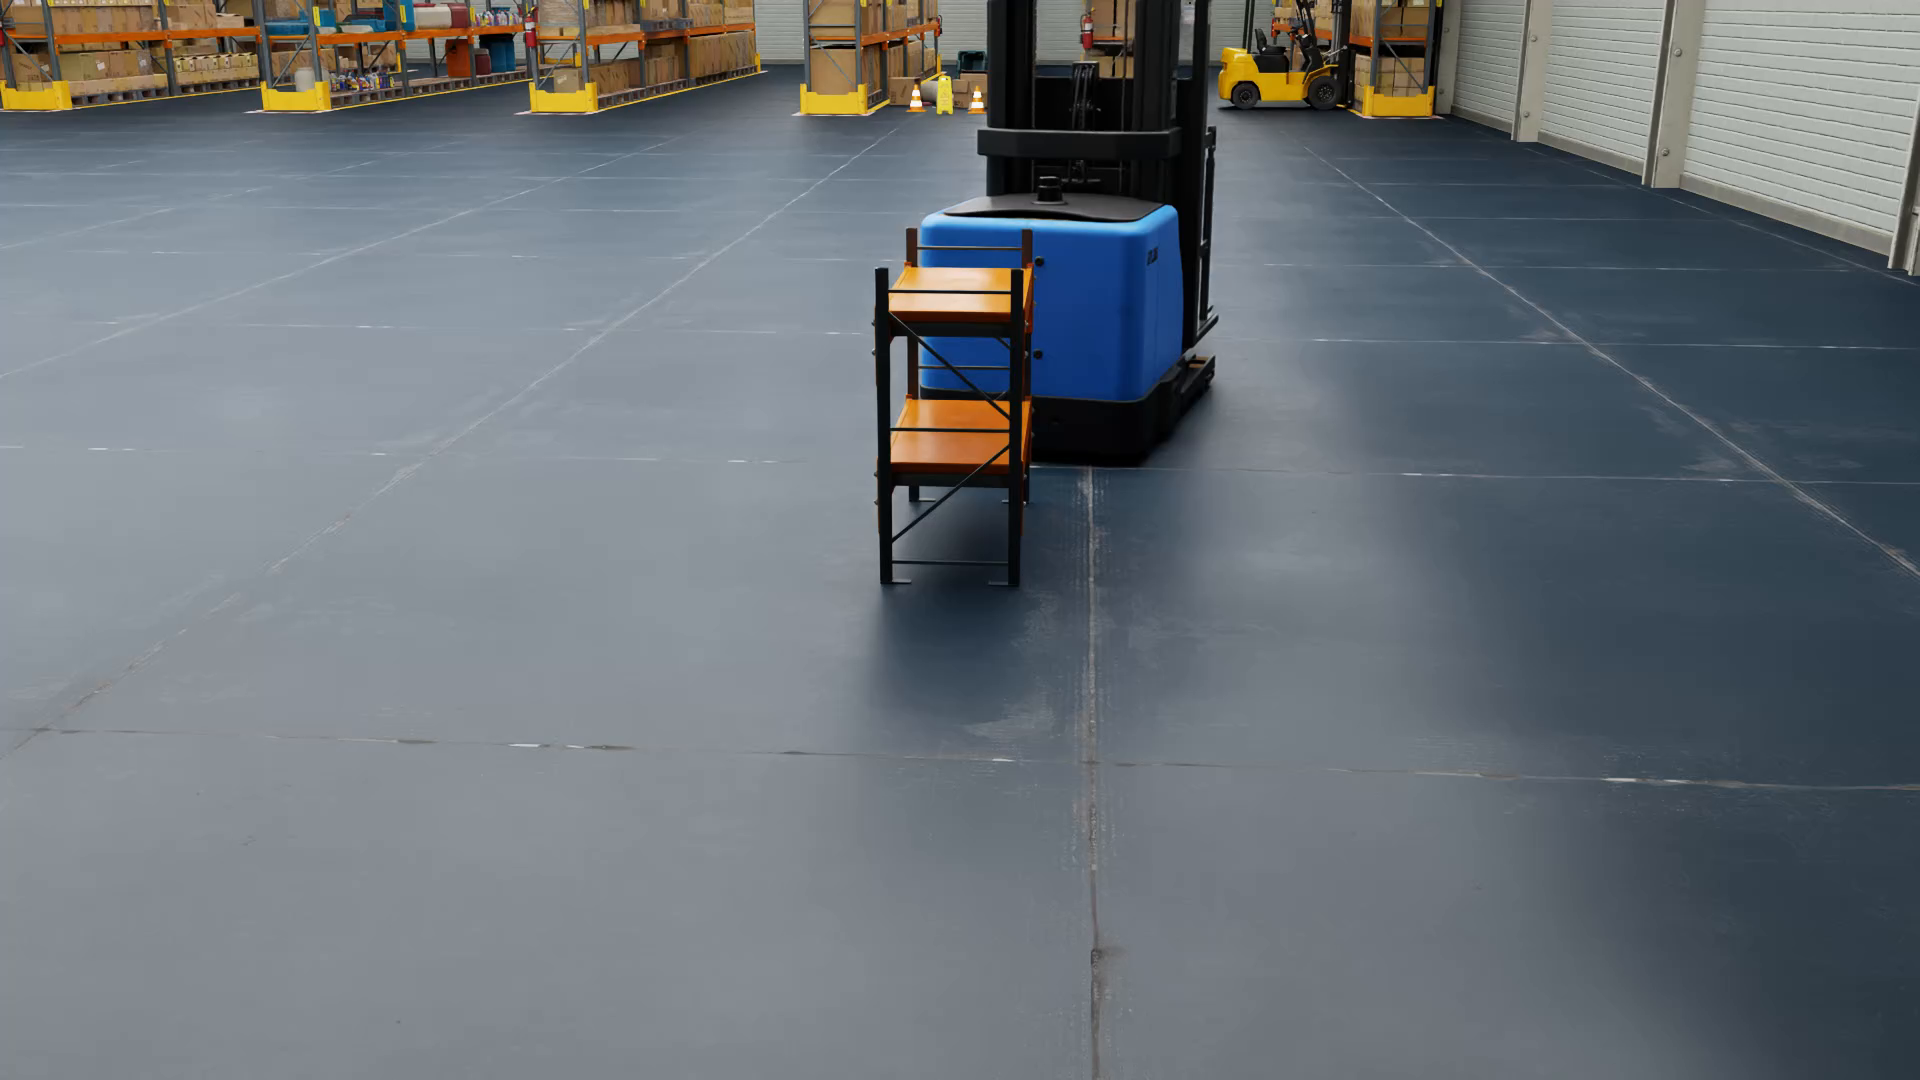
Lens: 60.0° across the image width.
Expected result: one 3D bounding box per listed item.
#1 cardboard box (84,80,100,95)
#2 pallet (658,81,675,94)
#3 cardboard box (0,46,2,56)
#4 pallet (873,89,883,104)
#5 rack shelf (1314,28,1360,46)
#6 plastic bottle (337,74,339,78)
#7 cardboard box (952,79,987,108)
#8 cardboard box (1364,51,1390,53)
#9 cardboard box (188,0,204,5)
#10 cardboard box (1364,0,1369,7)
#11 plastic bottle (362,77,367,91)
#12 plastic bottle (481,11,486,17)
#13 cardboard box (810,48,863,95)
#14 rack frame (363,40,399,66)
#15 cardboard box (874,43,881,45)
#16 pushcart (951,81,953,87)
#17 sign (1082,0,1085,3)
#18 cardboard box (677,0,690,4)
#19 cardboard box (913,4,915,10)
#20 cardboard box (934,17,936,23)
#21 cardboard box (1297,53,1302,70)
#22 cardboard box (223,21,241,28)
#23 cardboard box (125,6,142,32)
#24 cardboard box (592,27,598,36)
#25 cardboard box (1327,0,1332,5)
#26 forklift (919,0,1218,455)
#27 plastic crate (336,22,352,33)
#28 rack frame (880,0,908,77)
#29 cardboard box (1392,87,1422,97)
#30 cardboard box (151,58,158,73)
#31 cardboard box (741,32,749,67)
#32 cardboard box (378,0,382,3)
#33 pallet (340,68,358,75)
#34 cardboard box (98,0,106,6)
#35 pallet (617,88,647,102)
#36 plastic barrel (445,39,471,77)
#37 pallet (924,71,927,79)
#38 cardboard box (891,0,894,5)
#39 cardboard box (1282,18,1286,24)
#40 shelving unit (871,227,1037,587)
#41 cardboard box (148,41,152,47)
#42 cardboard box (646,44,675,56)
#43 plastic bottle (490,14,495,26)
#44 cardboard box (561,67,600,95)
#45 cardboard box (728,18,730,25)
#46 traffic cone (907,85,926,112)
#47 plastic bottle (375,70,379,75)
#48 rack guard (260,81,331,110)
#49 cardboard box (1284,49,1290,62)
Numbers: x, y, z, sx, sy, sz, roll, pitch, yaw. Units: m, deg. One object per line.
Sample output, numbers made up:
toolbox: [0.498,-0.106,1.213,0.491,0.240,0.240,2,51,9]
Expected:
cardboard box: [-16.773,-8.626,31.673,0.500,0.250,0.500,1,18,4]
pallet: [-6.759,-9.733,35.788,1.003,0.211,1.213,1,18,4]
cardboard box: [-21.568,-10.828,36.754,0.500,0.250,0.500,1,18,4]
pallet: [-2.091,-8.735,32.741,1.003,0.211,1.213,1,18,4]
rack shelf: [8.081,-10.385,34.454,1.077,0.370,4.000,1,18,4]
plastic bottle: [-12.377,-9.115,33.079,0.061,0.283,0.133,2,18,6]
cardboard box: [0.300,-8.389,31.216,0.797,0.503,0.637,-13,22,-34]
cardboard box: [8.095,-9.316,32.174,0.500,0.250,0.500,2,18,5]
cardboard box: [-20.927,-14.253,44.621,0.980,0.700,0.700,1,18,3]
cardboard box: [7.466,-9.653,29.863,0.380,0.149,0.250,1,18,2]
plastic bottle: [-11.653,-8.911,32.475,0.097,0.271,0.097,0,18,0]
plastic bottle: [-11.245,-12.335,39.329,0.144,0.351,0.185,1,18,4]
cardboard box: [-2.262,-8.454,30.144,0.875,0.875,0.875,1,18,4]
rack frame: [-15.918,-14.386,45.509,1.000,3.000,0.127,1,18,4]
cardboard box: [-1.884,-11.123,37.687,0.500,0.250,0.500,1,18,3]
pushcart: [0.709,-9.004,33.297,1.648,0.377,0.936,-5,19,-15]
sign: [3.006,-13.161,40.253,0.100,0.325,0.005,1,18,4]
cardboard box: [-6.543,-12.430,37.768,0.797,0.503,0.637,2,18,6]
cardboard box: [-1.270,-12.629,39.398,0.380,0.149,0.250,1,18,2]
cardboard box: [-0.839,-13.794,44.107,0.380,0.149,0.250,1,18,4]
cardboard box: [8.183,-11.136,38.932,0.500,0.500,0.500,1,18,2]
cardboard box: [-16.281,-11.496,37.094,0.380,0.149,0.250,1,18,4]
cardboard box: [-16.836,-10.404,33.198,0.700,0.500,0.500,1,18,3]
cardboard box: [-6.857,-9.312,30.429,0.380,0.149,0.250,1,18,4]
cardboard box: [7.744,-11.054,34.138,0.380,0.149,0.250,1,18,2]
forklift: [0.742,-2.189,8.398,1.130,2.935,3.031,6,19,17]
plastic crate: [-12.217,-10.031,32.559,0.450,0.188,0.662,1,18,4]
rack frame: [-1.671,-11.537,36.814,1.000,3.000,0.127,1,18,4]
cardboard box: [7.881,-7.904,29.470,0.500,0.250,0.500,1,18,4]
cardboard box: [-17.036,-9.950,34.813,0.500,0.311,0.500,1,18,4]
cardboard box: [-6.069,-12.870,43.621,0.875,0.875,0.875,1,18,4]
cardboard box: [-15.711,-14.607,44.418,0.500,0.500,0.500,2,18,5]
pallet: [-16.155,-12.031,42.802,1.003,0.211,1.213,1,18,4]
cardboard box: [-16.711,-10.367,32.041,0.380,0.149,0.250,1,18,4]
pallet: [-6.911,-8.902,33.251,1.003,0.211,1.213,1,18,4]
plastic barrel: [-11.533,-11.110,38.322,0.600,0.830,0.708,1,18,4]
pallet: [-1.372,-11.663,41.678,1.003,0.211,1.213,1,18,4]
cardboard box: [-1.783,-11.604,35.252,0.700,0.500,0.500,1,18,3]
cardboard box: [8.360,-13.136,42.098,0.380,0.149,0.250,2,18,5]
shelving unit: [0.000,-0.537,6.254,0.538,1.125,1.048,1,18,4]
cardboard box: [-21.145,-13.008,43.601,0.380,0.149,0.250,1,18,2]
cardboard box: [-6.629,-10.848,36.814,0.500,0.250,0.500,2,18,6]
plastic bottle: [-11.099,-12.288,39.307,0.152,0.276,0.135,1,18,4]
cardboard box: [-7.115,-8.586,31.148,0.500,0.500,0.500,6,19,18]
cardboard box: [-5.953,-12.968,41.585,0.380,0.149,0.250,1,18,2]
traffic cone: [-0.790,-7.980,30.033,0.336,0.463,0.334,1,18,4]
plastic bottle: [-11.741,-9.294,33.517,0.144,0.351,0.185,1,18,4]
rack guard: [-12.167,-8.141,30.467,1.175,0.500,0.348,1,18,4]
cardboard box: [8.485,-12.069,41.780,0.700,0.500,0.500,1,18,2]
